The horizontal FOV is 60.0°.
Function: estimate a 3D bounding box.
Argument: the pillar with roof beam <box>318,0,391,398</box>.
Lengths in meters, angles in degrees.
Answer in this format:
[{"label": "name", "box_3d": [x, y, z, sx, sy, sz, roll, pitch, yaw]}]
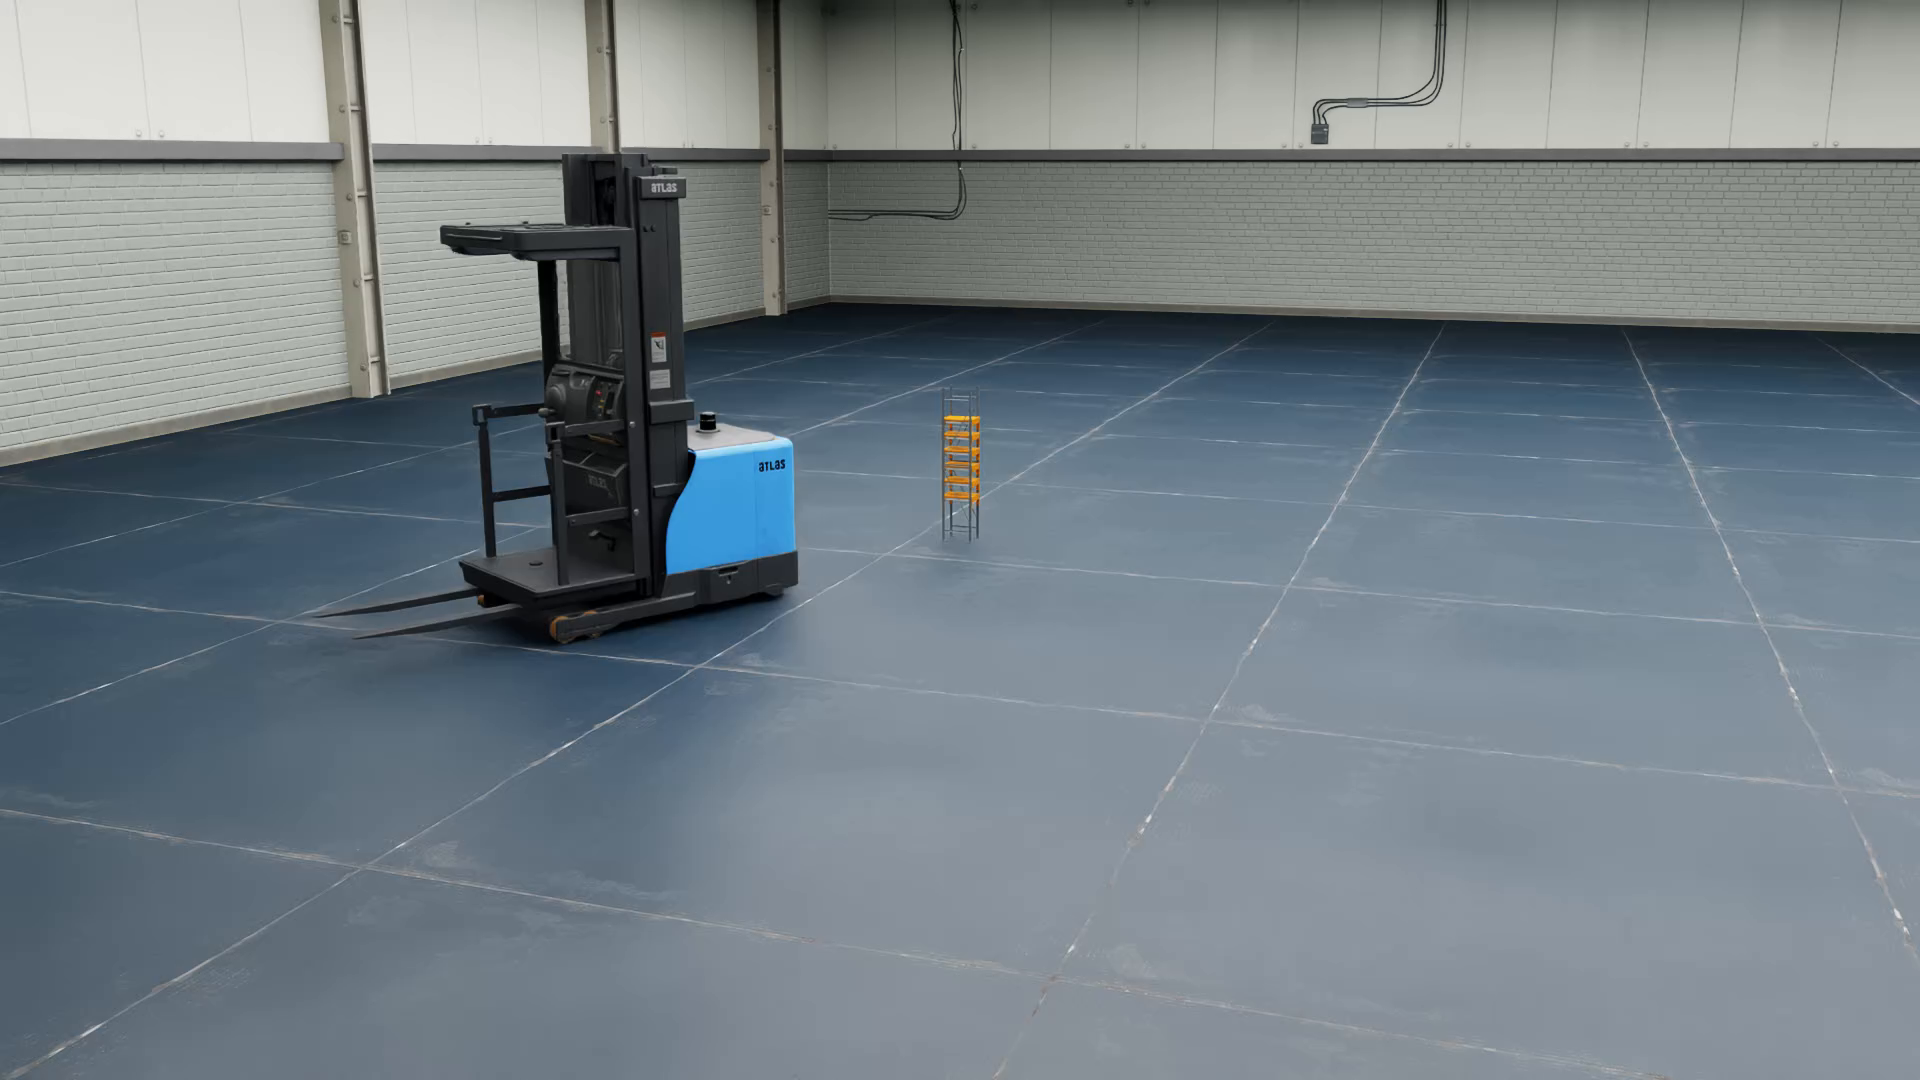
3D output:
[{"label": "pillar with roof beam", "box_3d": [-3.359, -5.900, 18.616, 9.100, 9.000, 0.400, 4, 14, 18]}]

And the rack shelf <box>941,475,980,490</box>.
[{"label": "rack shelf", "box_3d": [0.005, -0.428, 12.904, 0.258, 0.103, 0.180, 4, 14, 18]}]

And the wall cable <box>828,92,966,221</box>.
[{"label": "wall cable", "box_3d": [-1.345, -7.748, 33.690, 3.097, 2.526, 0.112, 4, 14, 18]}]

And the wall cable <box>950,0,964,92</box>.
[{"label": "wall cable", "box_3d": [1.215, -10.016, 32.275, 3.097, 2.526, 0.112, 4, 14, 18]}]

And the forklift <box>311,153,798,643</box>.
[{"label": "forklift", "box_3d": [-2.548, -0.926, 10.459, 3.031, 2.935, 1.130, -11, 17, -40]}]

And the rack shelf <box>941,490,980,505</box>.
[{"label": "rack shelf", "box_3d": [0.005, -0.311, 12.931, 0.258, 0.103, 0.180, 4, 14, 18]}]

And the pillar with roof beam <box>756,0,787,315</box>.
[{"label": "pillar with roof beam", "box_3d": [0.524, -8.427, 29.686, 9.100, 9.000, 0.400, 4, 14, 18]}]

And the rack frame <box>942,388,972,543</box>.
[{"label": "rack frame", "box_3d": [-0.025, -0.569, 12.783, 0.240, 1.200, 0.006, 4, 14, 18]}]

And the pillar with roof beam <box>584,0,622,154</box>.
[{"label": "pillar with roof beam", "box_3d": [-1.418, -7.164, 24.151, 9.100, 9.000, 0.400, 4, 14, 18]}]

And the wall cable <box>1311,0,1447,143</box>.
[{"label": "wall cable", "box_3d": [7.632, -10.233, 29.957, 2.305, 6.003, 0.169, 4, 14, 18]}]

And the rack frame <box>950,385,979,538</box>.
[{"label": "rack frame", "box_3d": [0.034, -0.607, 12.952, 0.240, 1.200, 0.006, 4, 14, 18]}]

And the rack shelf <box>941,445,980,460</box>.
[{"label": "rack shelf", "box_3d": [0.005, -0.662, 12.851, 0.258, 0.103, 0.180, 4, 14, 18]}]

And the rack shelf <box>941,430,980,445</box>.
[{"label": "rack shelf", "box_3d": [0.005, -0.779, 12.824, 0.258, 0.103, 0.180, 4, 14, 18]}]

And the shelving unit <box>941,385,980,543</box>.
[{"label": "shelving unit", "box_3d": [0.005, -0.588, 12.868, 0.258, 1.200, 0.189, 4, 14, 18]}]

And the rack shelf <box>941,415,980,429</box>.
[{"label": "rack shelf", "box_3d": [0.005, -0.896, 12.798, 0.258, 0.103, 0.180, 4, 14, 18]}]

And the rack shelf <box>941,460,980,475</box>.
[{"label": "rack shelf", "box_3d": [0.005, -0.545, 12.878, 0.258, 0.103, 0.180, 4, 14, 18]}]
